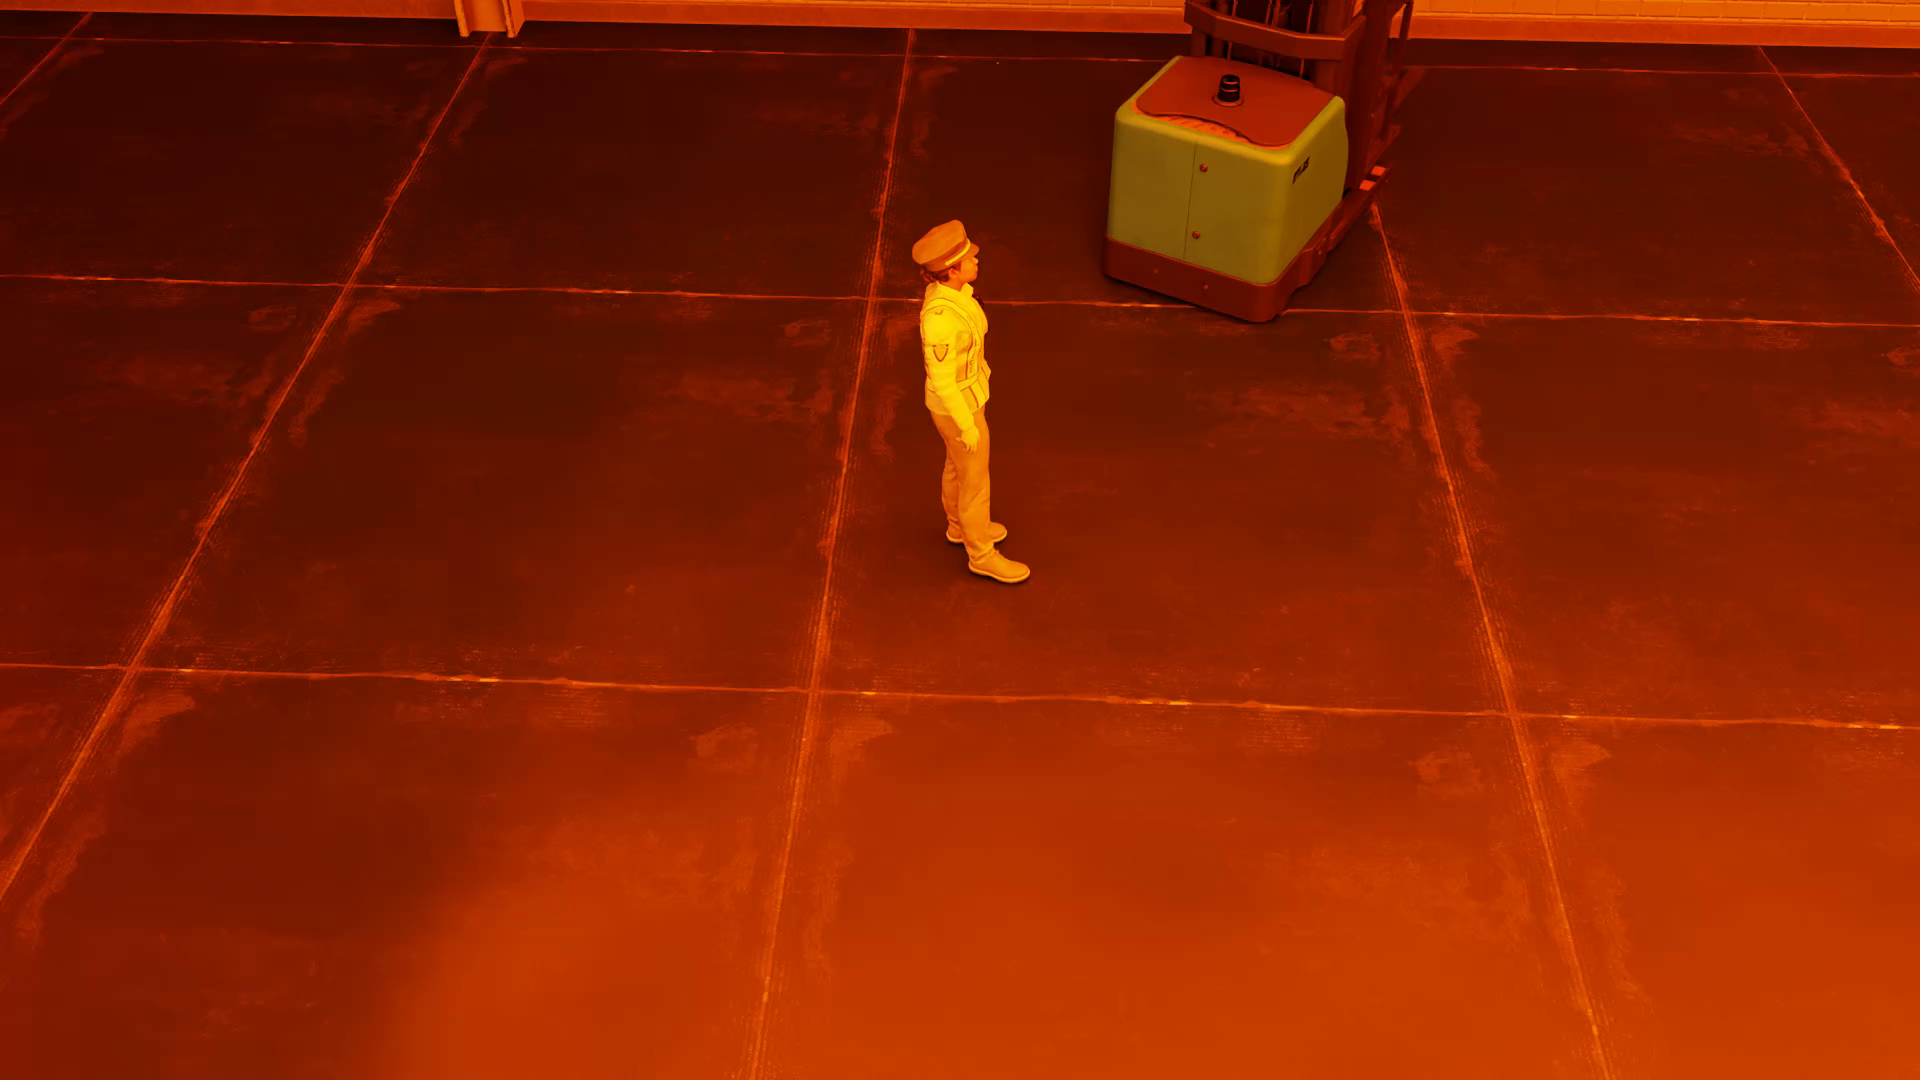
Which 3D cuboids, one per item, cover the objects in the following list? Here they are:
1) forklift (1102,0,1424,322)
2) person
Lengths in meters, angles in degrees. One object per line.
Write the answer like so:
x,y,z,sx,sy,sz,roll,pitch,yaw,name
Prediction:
1.997,-3.253,9.305,1.130,2.935,3.031,22,47,22,forklift
0.067,-0.625,7.333,0.534,1.696,0.587,2,42,2,person
